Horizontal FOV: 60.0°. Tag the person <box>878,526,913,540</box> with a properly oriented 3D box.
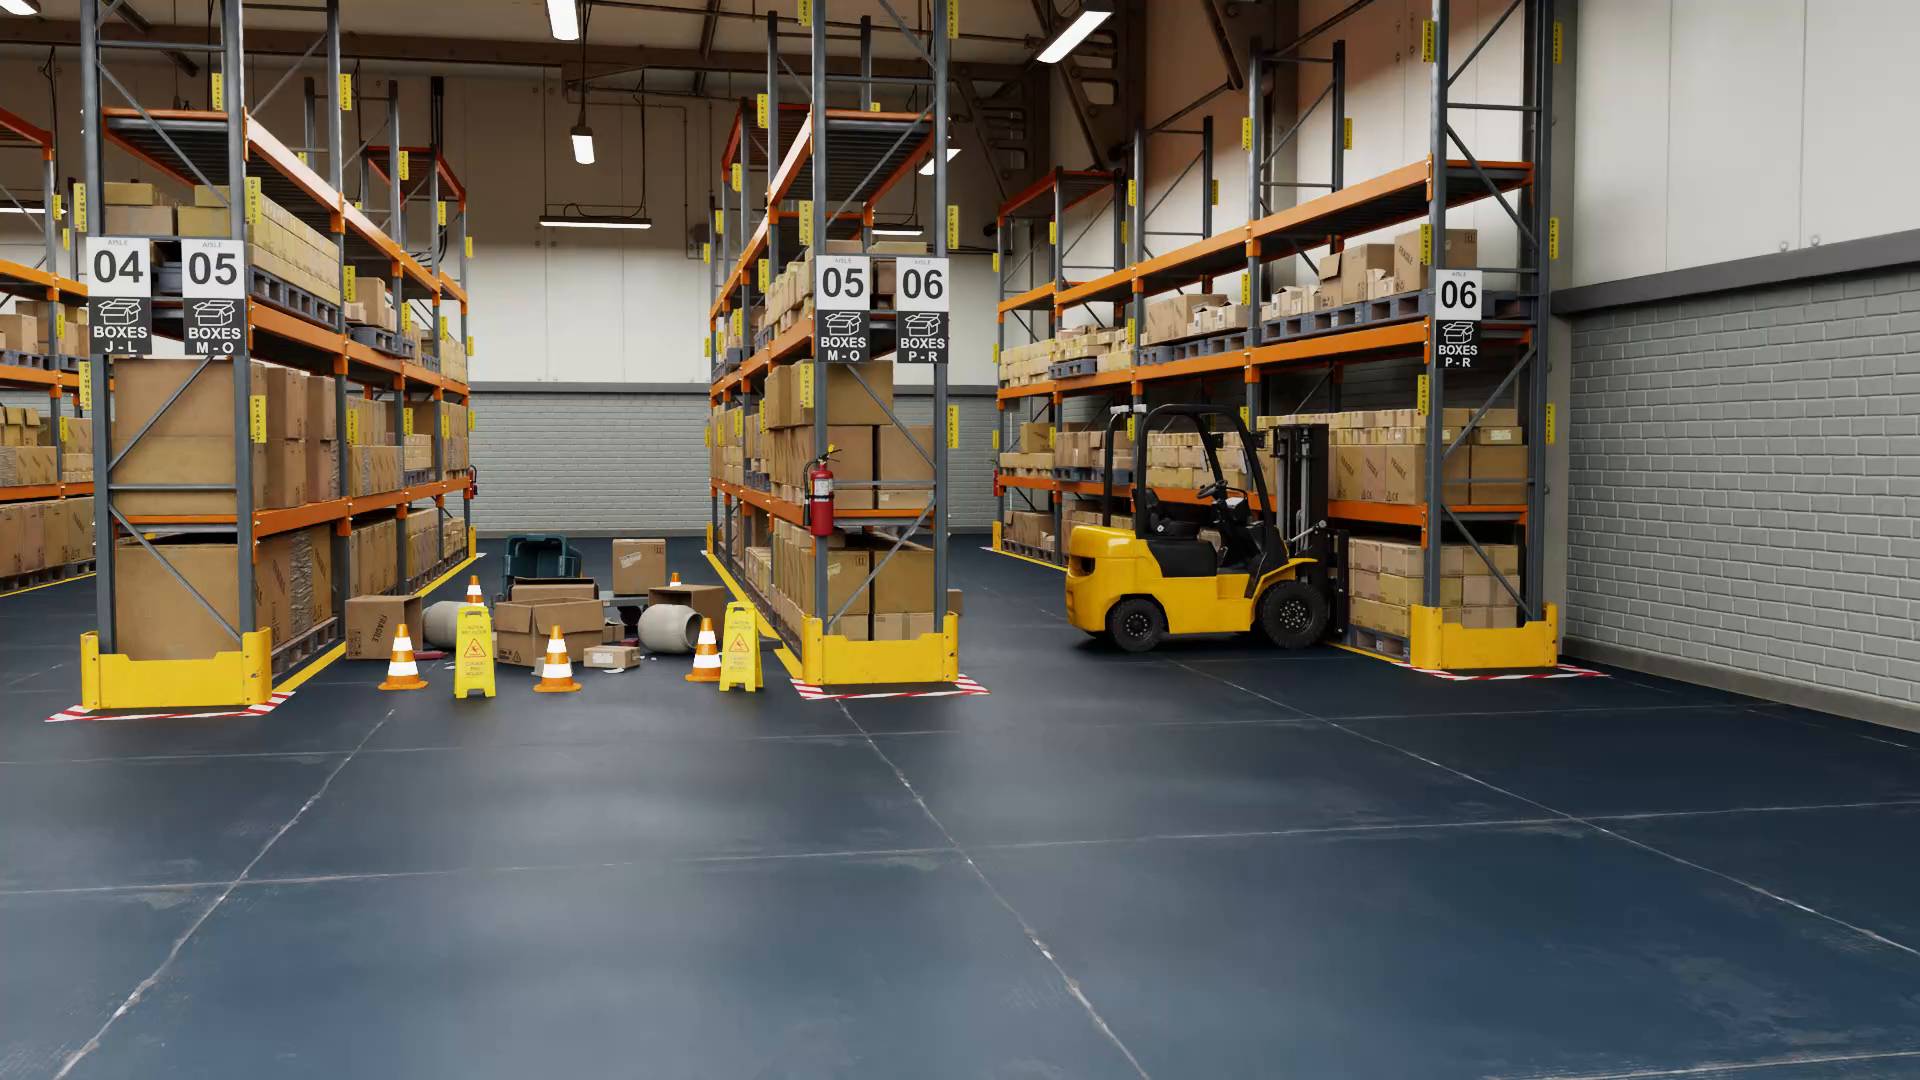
[{"bbox_3d":[-0.813,-0.258,21.439,0.477,1.645,0.953,-1,3,-12],"label":"person"}]
